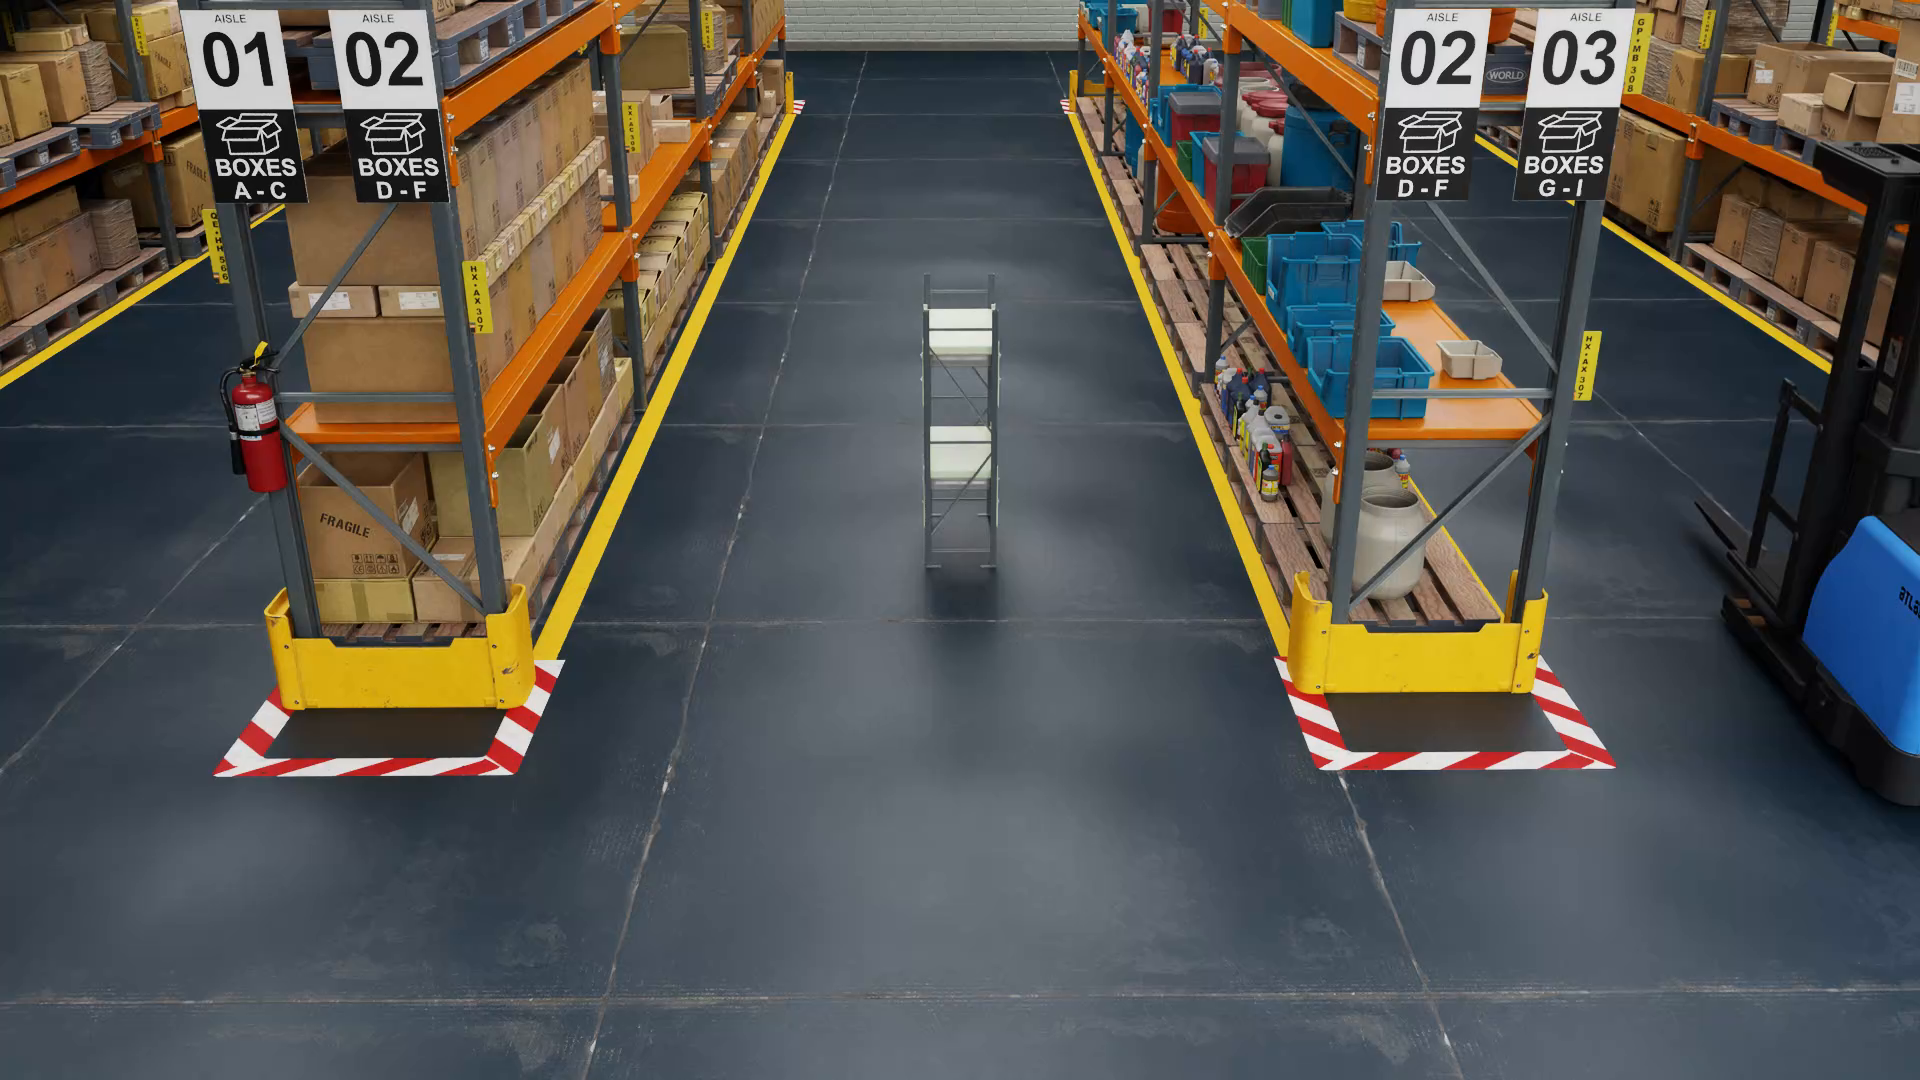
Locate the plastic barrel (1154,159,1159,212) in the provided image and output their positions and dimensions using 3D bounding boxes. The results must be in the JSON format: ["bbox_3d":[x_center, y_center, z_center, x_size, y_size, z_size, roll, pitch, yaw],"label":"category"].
[{"bbox_3d":[2.068,-3.447,16.241,0.421,0.512,0.421,0,24,0],"label":"plastic barrel"}]

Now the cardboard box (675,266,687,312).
[{"bbox_3d":[-2.497,-2.026,13.417,0.500,0.250,0.500,0,24,0],"label":"cardboard box"}]

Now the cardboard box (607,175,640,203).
[{"bbox_3d":[-2.529,-2.538,12.027,0.380,0.149,0.250,0,24,-1],"label":"cardboard box"}]

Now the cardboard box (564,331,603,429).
[{"bbox_3d":[-2.497,-0.965,10.160,0.500,0.500,0.500,0,24,-1],"label":"cardboard box"}]

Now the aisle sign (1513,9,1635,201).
[{"bbox_3d":[2.567,-1.815,6.969,0.394,0.787,0.004,0,24,-1],"label":"aisle sign"}]

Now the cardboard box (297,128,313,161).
[{"bbox_3d":[-7.627,-4.504,18.167,0.750,0.750,0.750,0,24,0],"label":"cardboard box"}]

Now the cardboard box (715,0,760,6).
[{"bbox_3d":[-2.535,-6.280,18.660,0.500,0.500,0.500,0,24,1],"label":"cardboard box"}]

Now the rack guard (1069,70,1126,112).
[{"bbox_3d":[2.085,-6.123,22.682,1.175,0.500,0.348,0,24,-1],"label":"rack guard"}]

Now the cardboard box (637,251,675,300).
[{"bbox_3d":[-2.486,-2.072,12.837,0.500,0.311,0.500,-1,24,-2],"label":"cardboard box"}]

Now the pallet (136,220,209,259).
[{"bbox_3d":[-7.654,-2.966,16.051,1.003,0.211,1.213,0,24,-1],"label":"pallet"}]

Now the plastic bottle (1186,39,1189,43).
[{"bbox_3d":[2.474,-5.236,17.837,0.152,0.276,0.135,0,24,-1],"label":"plastic bottle"}]

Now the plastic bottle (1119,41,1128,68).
[{"bbox_3d":[1.744,-5.154,17.662,0.097,0.271,0.097,0,24,0],"label":"plastic bottle"}]

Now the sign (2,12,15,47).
[{"bbox_3d":[-8.276,-4.435,14.510,0.100,0.325,0.005,0,24,-1],"label":"sign"}]

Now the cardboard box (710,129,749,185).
[{"bbox_3d":[-2.517,-4.032,17.525,0.500,0.500,0.500,0,24,0],"label":"cardboard box"}]

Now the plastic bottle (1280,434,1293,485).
[{"bbox_3d":[1.946,-0.481,9.937,0.061,0.283,0.133,0,24,-1],"label":"plastic bottle"}]

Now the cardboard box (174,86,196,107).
[{"bbox_3d":[-7.405,-4.156,15.580,0.380,0.149,0.250,0,24,1],"label":"cardboard box"}]

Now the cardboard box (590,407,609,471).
[{"bbox_3d":[-2.484,-0.623,10.314,0.500,0.250,0.500,0,24,-1],"label":"cardboard box"}]

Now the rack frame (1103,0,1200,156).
[{"bbox_3d":[2.142,-5.604,18.500,1.000,3.000,0.127,0,24,-1],"label":"rack frame"}]

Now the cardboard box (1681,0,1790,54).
[{"bbox_3d":[7.147,-4.782,15.344,0.797,0.503,0.637,1,24,1],"label":"cardboard box"}]

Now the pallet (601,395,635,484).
[{"bbox_3d":[-2.757,-0.688,11.015,1.003,0.211,1.213,0,24,-1],"label":"pallet"}]

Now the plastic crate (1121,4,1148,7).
[{"bbox_3d":[2.289,-6.824,21.445,0.396,0.136,0.243,0,24,-1],"label":"plastic crate"}]

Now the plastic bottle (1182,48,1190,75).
[{"bbox_3d":[2.356,-4.962,17.238,0.097,0.271,0.097,0,24,0],"label":"plastic bottle"}]

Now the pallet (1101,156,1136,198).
[{"bbox_3d":[2.109,-4.015,18.372,1.003,0.211,1.213,0,24,-1],"label":"pallet"}]

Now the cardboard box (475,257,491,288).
[{"bbox_3d":[-2.474,-1.251,7.967,0.380,0.149,0.250,-1,24,-2],"label":"cardboard box"}]

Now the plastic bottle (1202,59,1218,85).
[{"bbox_3d":[2.489,-4.650,16.543,0.152,0.276,0.135,0,24,-1],"label":"plastic bottle"}]

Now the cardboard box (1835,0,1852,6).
[{"bbox_3d":[11.741,-7.250,21.657,0.500,0.500,0.500,1,24,2],"label":"cardboard box"}]

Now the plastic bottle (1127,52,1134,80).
[{"bbox_3d":[1.753,-4.828,16.940,0.097,0.271,0.097,0,24,0],"label":"plastic bottle"}]

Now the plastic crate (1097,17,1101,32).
[{"bbox_3d":[1.823,-6.227,20.126,0.293,0.136,0.466,0,24,-1],"label":"plastic crate"}]

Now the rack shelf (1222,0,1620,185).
[{"bbox_3d":[2.251,-2.522,8.920,1.077,0.370,4.000,0,24,-1],"label":"rack shelf"}]

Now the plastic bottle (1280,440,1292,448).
[{"bbox_3d":[1.962,-0.509,10.097,0.097,0.201,0.097,0,24,0],"label":"plastic bottle"}]

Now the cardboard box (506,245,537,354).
[{"bbox_3d":[-2.682,-1.297,8.857,0.700,0.500,0.500,0,24,0],"label":"cardboard box"}]

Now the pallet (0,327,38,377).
[{"bbox_3d":[-7.687,-1.313,12.397,1.003,0.211,1.213,0,24,-1],"label":"pallet"}]

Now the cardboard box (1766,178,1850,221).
[{"bbox_3d":[7.192,-2.887,14.082,0.500,0.250,0.500,2,24,5],"label":"cardboard box"}]

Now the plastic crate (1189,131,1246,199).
[{"bbox_3d":[1.906,-2.753,12.217,0.392,0.384,0.575,0,24,-1],"label":"plastic crate"}]

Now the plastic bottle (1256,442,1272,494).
[{"bbox_3d":[1.795,-0.425,9.812,0.061,0.283,0.133,0,24,1],"label":"plastic bottle"}]

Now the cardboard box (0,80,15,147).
[{"bbox_3d":[-7.686,-3.220,12.575,0.700,0.500,0.500,3,25,7],"label":"cardboard box"}]

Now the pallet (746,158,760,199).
[{"bbox_3d":[-2.764,-3.977,18.288,1.003,0.211,1.213,0,24,-1],"label":"pallet"}]

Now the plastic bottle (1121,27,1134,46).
[{"bbox_3d":[1.822,-5.418,18.150,0.144,0.351,0.185,0,24,-1],"label":"plastic bottle"}]

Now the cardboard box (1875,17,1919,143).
[{"bbox_3d":[7.314,-3.122,11.776,1.000,1.000,1.000,0,24,0],"label":"cardboard box"}]

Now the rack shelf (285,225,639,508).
[{"bbox_3d":[-2.702,-1.135,9.492,1.077,0.370,4.000,0,24,-1],"label":"rack shelf"}]

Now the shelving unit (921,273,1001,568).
[{"bbox_3d":[0.000,-0.681,9.435,0.431,1.500,0.755,0,24,-1],"label":"shelving unit"}]

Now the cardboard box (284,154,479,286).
[{"bbox_3d":[-2.673,-1.489,7.707,0.700,0.500,0.500,0,24,0],"label":"cardboard box"}]

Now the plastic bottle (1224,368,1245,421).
[{"bbox_3d":[1.823,-0.966,10.927,0.144,0.351,0.185,0,24,1],"label":"plastic bottle"}]

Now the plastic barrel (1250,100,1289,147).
[{"bbox_3d":[2.430,-3.067,12.726,0.433,0.535,0.433,0,24,0],"label":"plastic barrel"}]

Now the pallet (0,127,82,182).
[{"bbox_3d":[-7.658,-3.008,12.994,1.003,0.211,1.213,0,24,-1],"label":"pallet"}]

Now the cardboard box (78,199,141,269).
[{"bbox_3d":[-7.661,-2.676,14.526,0.700,0.500,0.500,0,24,0],"label":"cardboard box"}]

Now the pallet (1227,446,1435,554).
[{"bbox_3d":[2.211,-0.256,10.060,1.003,0.211,1.213,0,24,-1],"label":"pallet"}]

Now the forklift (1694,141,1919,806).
[{"bbox_3d":[4.557,-0.751,7.853,1.130,2.935,3.031,1,24,3],"label":"forklift"}]

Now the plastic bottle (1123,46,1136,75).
[{"bbox_3d":[1.776,-4.973,17.257,0.152,0.276,0.135,0,24,-1],"label":"plastic bottle"}]

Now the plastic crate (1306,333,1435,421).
[{"bbox_3d":[1.968,-0.796,8.051,0.499,0.251,0.616,0,24,-1],"label":"plastic crate"}]

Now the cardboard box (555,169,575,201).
[{"bbox_3d":[-2.497,-2.097,9.839,0.380,0.149,0.250,0,24,-1],"label":"cardboard box"}]

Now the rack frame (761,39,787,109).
[{"bbox_3d":[-2.855,-7.231,22.099,1.000,3.000,0.127,0,24,-1],"label":"rack frame"}]

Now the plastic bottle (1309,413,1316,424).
[{"bbox_3d":[2.379,-0.913,10.899,0.152,0.276,0.135,0,24,-1],"label":"plastic bottle"}]
